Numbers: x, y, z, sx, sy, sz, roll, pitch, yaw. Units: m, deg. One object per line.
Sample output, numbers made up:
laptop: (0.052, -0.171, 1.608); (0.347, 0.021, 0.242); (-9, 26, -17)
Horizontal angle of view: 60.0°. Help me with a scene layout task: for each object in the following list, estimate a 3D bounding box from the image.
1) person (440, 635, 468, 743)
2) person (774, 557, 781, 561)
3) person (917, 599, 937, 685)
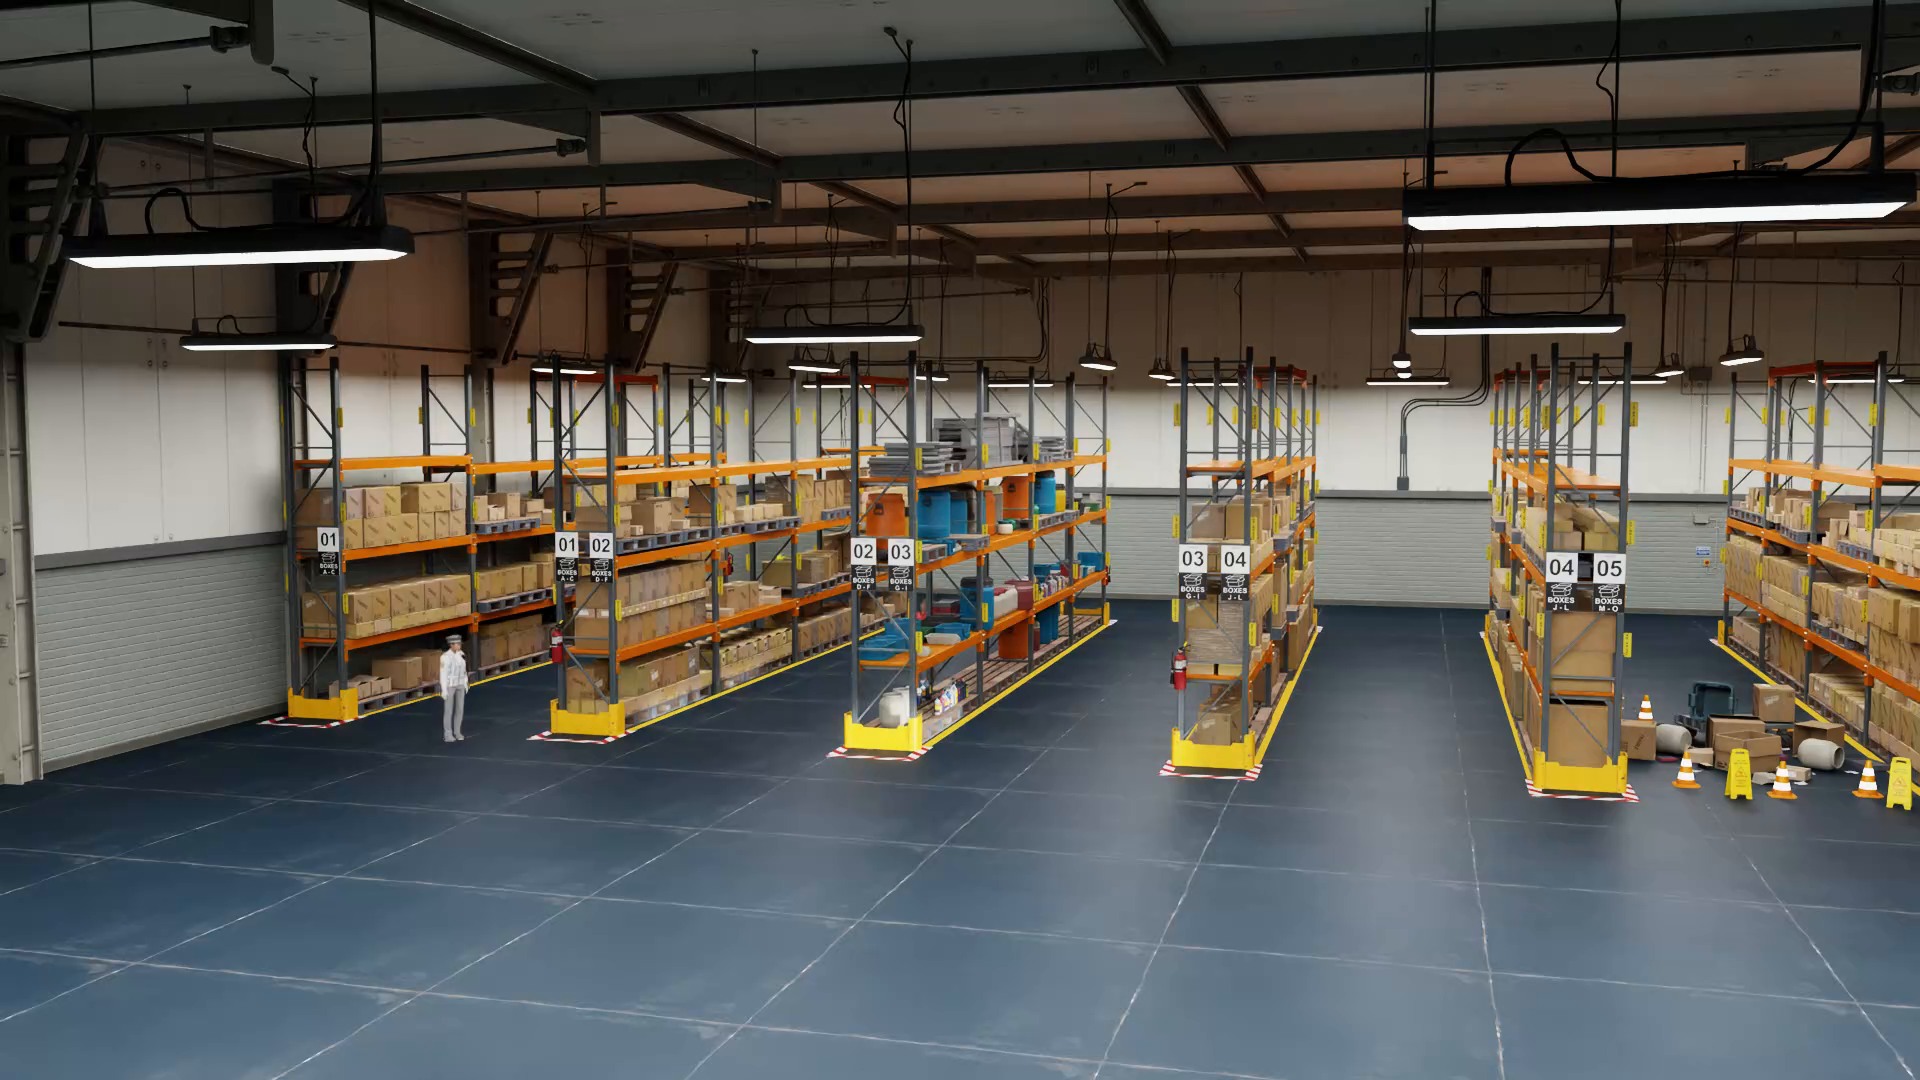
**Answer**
person: (-7.837, 2.289, 25.742); (0.383, 1.675, 0.521); (3, 5, 33)
person: (-4.353, 1.268, 39.219); (0.553, 1.730, 1.022); (1, 4, 19)
person: (-0.689, 1.935, 30.659); (0.583, 1.675, 0.637); (1, 4, 13)
